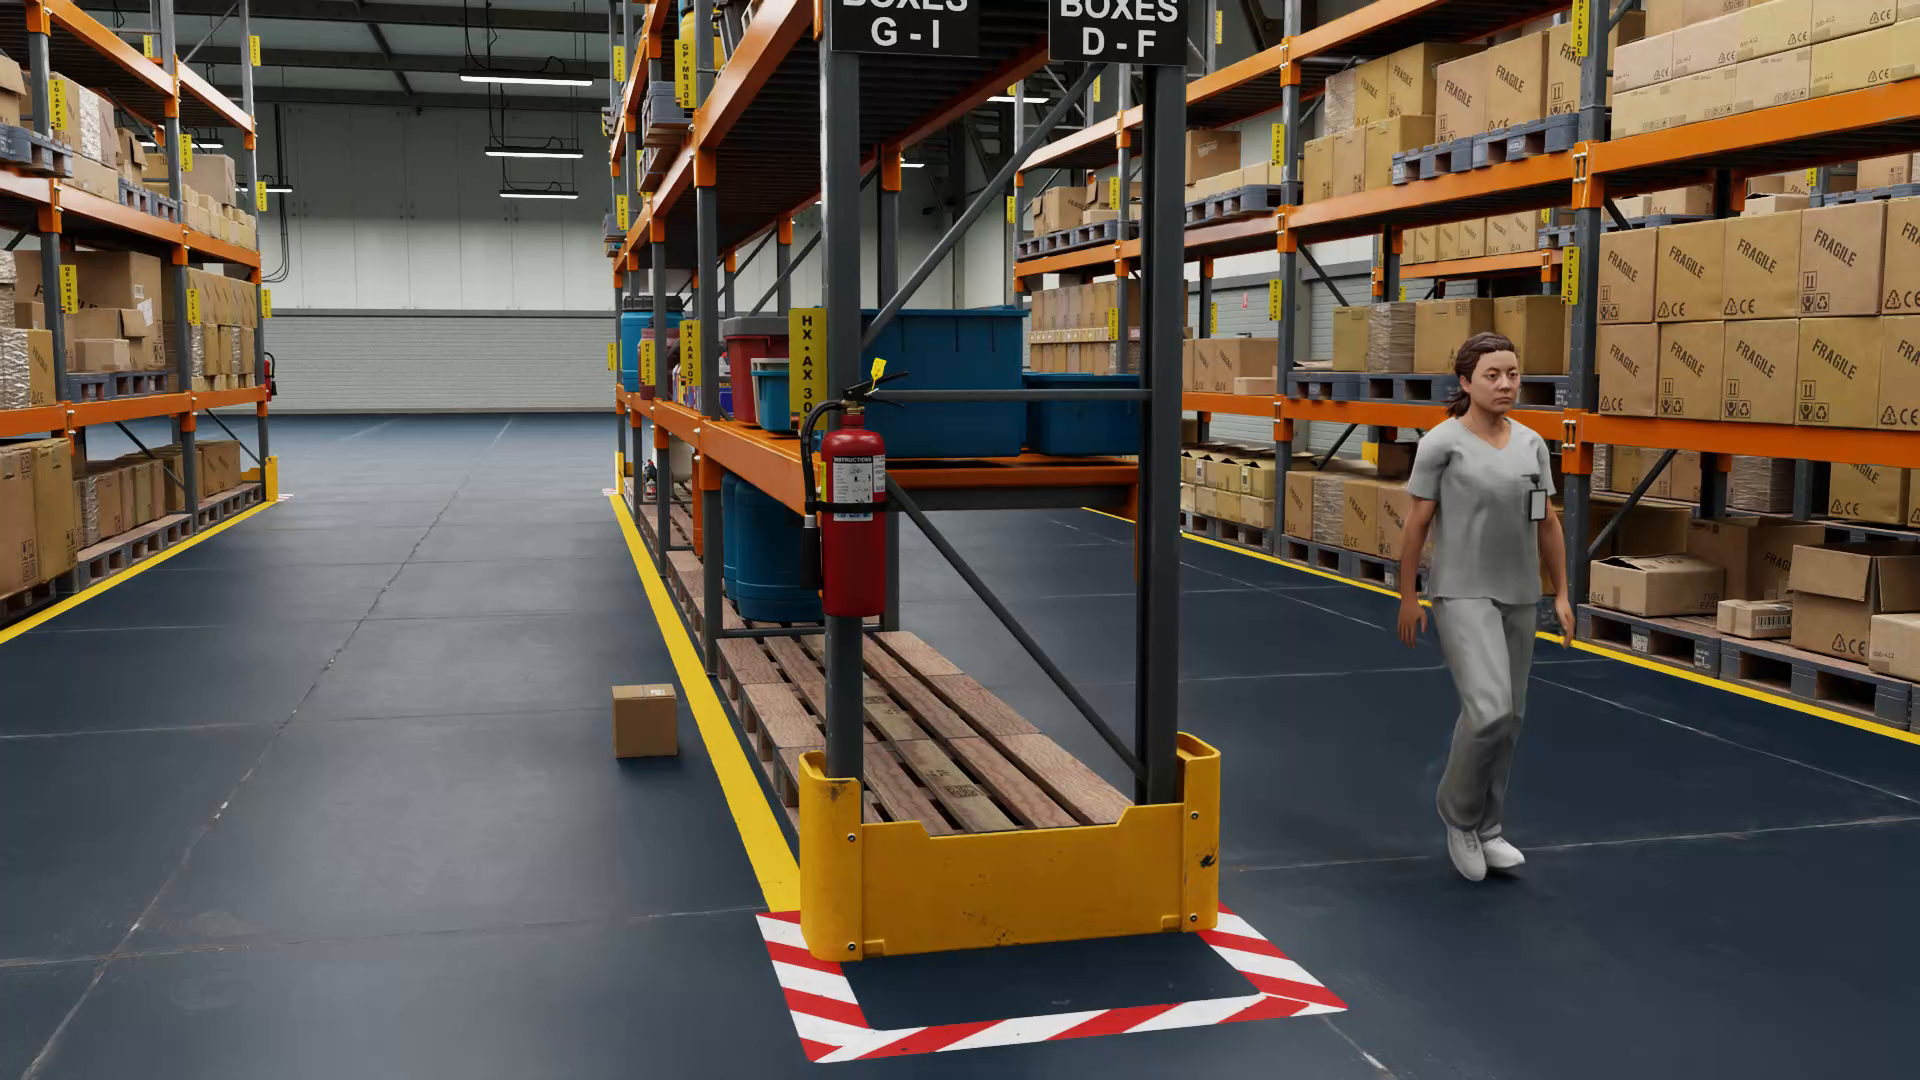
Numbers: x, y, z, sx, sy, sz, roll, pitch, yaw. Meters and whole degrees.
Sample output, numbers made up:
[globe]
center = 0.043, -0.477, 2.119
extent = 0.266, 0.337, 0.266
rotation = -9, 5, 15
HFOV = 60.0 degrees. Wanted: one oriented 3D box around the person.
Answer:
[person]
center = 1.619, 0.212, 5.076
extent = 0.492, 1.683, 0.486
rotation = -2, 7, -18
